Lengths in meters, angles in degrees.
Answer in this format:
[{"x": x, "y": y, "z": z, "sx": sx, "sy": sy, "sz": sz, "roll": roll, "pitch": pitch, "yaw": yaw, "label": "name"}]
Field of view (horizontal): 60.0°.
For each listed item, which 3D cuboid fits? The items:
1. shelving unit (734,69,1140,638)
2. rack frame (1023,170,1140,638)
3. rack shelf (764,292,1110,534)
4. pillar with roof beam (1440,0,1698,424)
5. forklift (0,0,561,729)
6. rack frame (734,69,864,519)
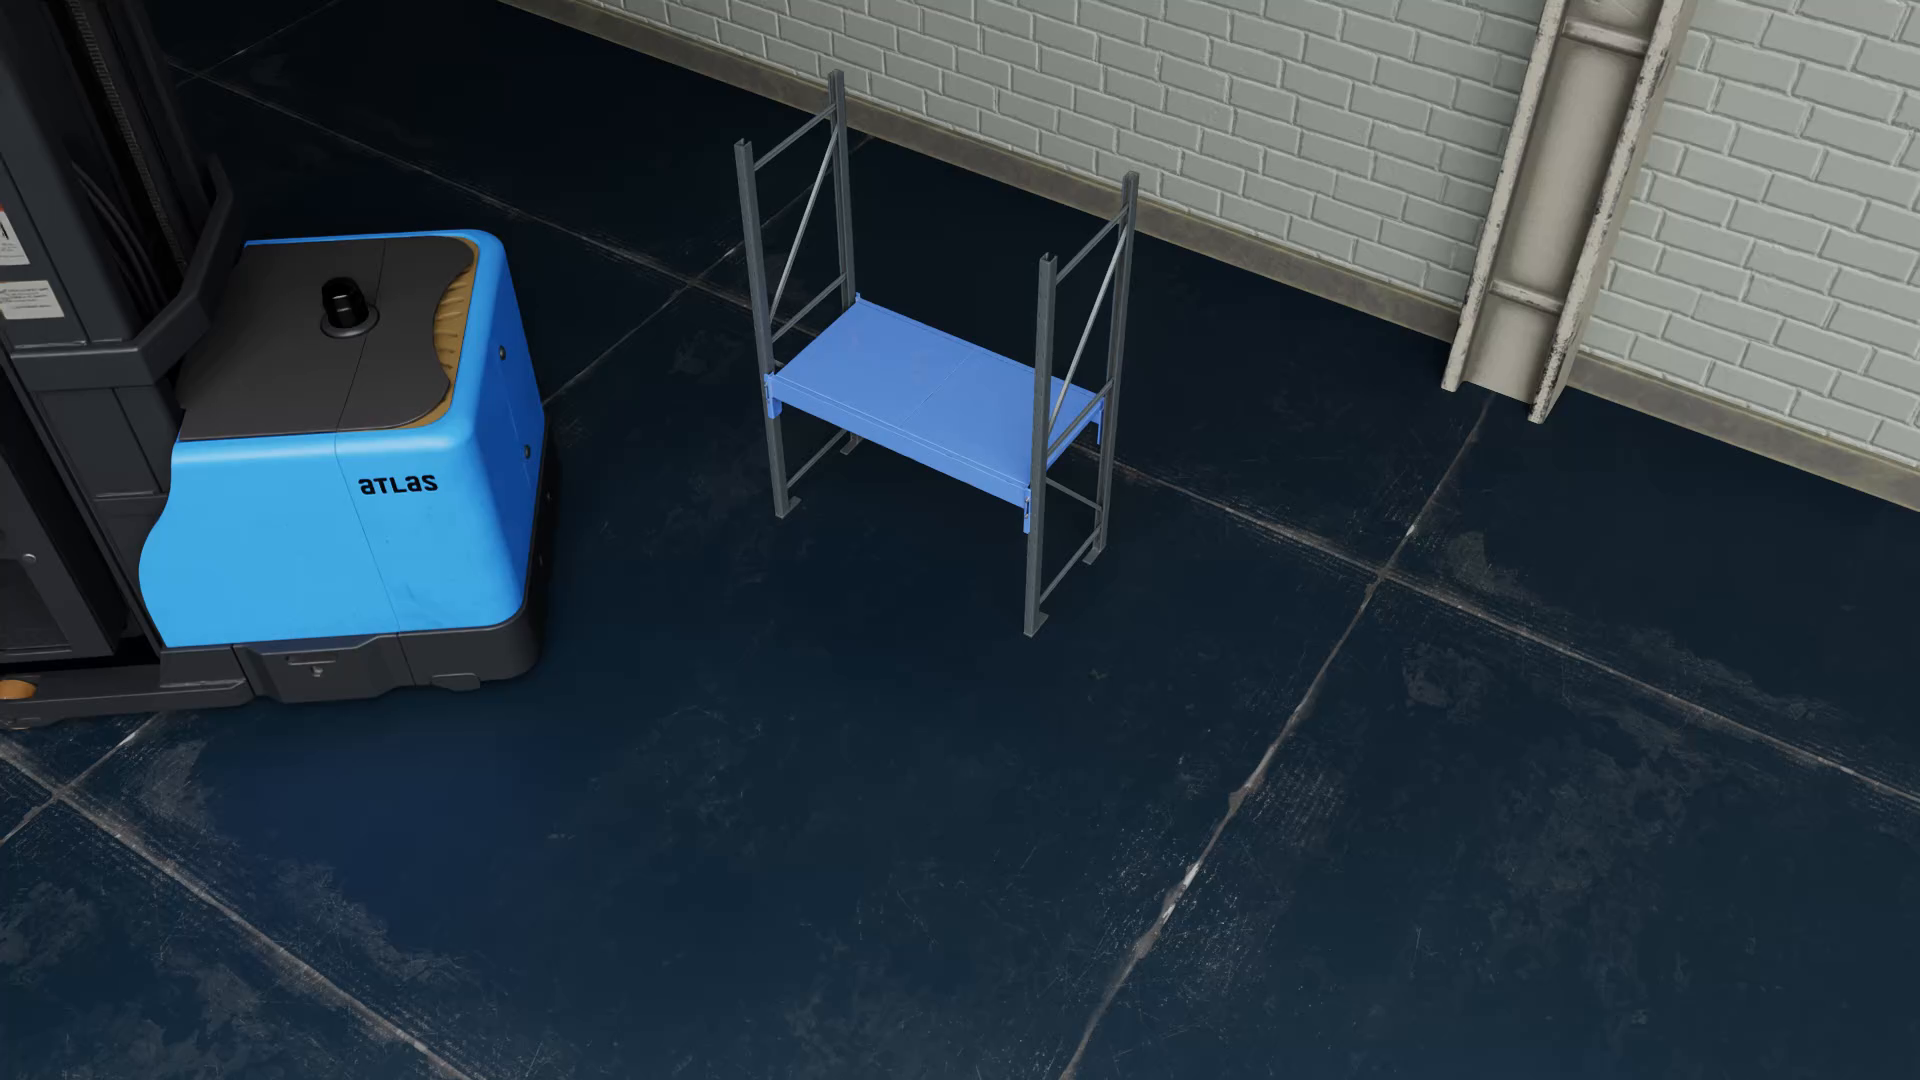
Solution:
[{"x": -0.072, "y": -0.556, "z": 5.244, "sx": 1.048, "sy": 1.500, "sz": 0.538, "roll": 25, "pitch": 51, "yaw": 22, "label": "shelving unit"}, {"x": 0.356, "y": -0.359, "z": 5.053, "sx": 0.032, "sy": 1.500, "sz": 0.500, "roll": 25, "pitch": 51, "yaw": 22, "label": "rack frame"}, {"x": -0.072, "y": -0.430, "z": 5.373, "sx": 1.000, "sy": 0.185, "sz": 0.538, "roll": 25, "pitch": 51, "yaw": 22, "label": "rack shelf"}, {"x": -0.252, "y": -1.134, "z": 0.578, "sx": 0.400, "sy": 9.000, "sz": 9.100, "roll": 25, "pitch": 51, "yaw": 22, "label": "pillar with roof beam"}, {"x": -2.883, "y": -0.817, "z": 4.500, "sx": 3.031, "sy": 2.935, "sz": 1.130, "roll": -4, "pitch": 46, "yaw": -4, "label": "forklift"}, {"x": -0.500, "y": -0.753, "z": 5.435, "sx": 0.032, "sy": 1.500, "sz": 0.500, "roll": 25, "pitch": 51, "yaw": 22, "label": "rack frame"}]
